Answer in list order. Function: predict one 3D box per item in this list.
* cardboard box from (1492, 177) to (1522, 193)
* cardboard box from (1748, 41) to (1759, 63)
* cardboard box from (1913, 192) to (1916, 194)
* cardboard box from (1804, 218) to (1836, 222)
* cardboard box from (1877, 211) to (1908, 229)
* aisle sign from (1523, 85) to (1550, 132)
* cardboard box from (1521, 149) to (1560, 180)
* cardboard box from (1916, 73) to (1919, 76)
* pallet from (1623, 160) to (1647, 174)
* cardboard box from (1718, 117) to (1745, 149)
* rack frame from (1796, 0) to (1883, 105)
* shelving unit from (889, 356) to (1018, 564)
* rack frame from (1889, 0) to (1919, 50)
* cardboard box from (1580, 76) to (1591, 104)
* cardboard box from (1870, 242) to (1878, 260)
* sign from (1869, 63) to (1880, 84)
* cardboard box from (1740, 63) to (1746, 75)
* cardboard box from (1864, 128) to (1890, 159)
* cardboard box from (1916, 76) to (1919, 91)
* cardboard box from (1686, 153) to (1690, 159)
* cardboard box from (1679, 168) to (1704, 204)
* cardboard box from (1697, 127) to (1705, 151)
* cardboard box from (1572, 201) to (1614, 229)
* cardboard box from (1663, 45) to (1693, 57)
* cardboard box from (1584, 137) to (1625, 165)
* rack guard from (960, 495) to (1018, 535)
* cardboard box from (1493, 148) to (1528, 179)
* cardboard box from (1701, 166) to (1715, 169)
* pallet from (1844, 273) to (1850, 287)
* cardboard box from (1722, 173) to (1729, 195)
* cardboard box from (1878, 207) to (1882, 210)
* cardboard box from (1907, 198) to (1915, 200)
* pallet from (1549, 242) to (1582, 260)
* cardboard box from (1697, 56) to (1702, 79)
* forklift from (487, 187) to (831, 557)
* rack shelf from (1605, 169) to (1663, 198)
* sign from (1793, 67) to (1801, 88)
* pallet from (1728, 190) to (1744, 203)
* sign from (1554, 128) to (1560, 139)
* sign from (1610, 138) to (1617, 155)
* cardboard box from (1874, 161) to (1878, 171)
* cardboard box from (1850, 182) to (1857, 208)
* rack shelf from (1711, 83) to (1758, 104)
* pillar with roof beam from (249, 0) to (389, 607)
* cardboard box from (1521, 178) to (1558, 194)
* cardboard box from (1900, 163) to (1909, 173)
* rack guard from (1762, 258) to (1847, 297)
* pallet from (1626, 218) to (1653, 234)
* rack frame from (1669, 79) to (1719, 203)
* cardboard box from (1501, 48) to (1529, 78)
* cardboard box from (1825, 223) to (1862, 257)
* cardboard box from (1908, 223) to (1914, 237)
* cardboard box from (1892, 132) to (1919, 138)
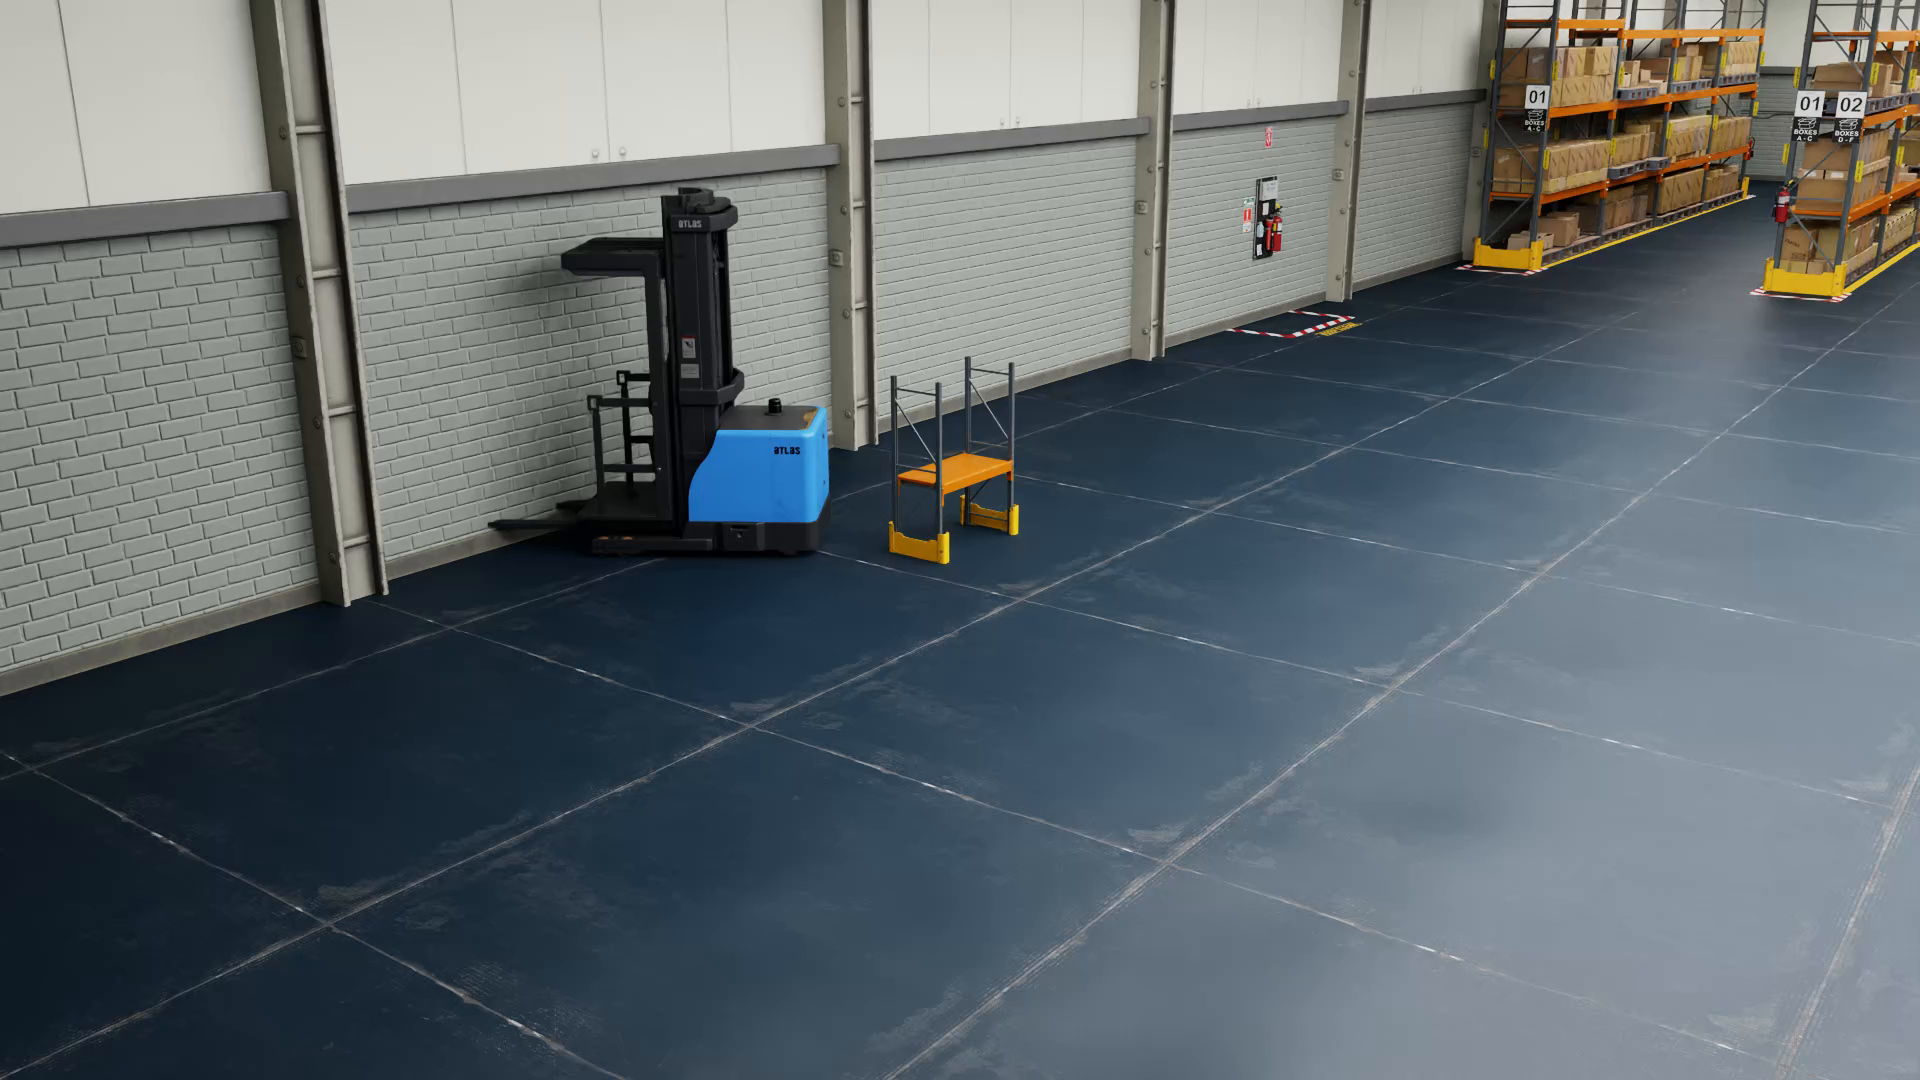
[{"bbox_3d":[10.029,-6.478,30.267,0.500,0.250,0.500,13,21,35],"label":"cardboard box"},{"bbox_3d":[19.222,-11.951,40.723,0.500,0.500,0.500,12,21,35],"label":"cardboard box"},{"bbox_3d":[20.553,-7.323,36.240,0.500,0.500,0.500,11,21,32],"label":"cardboard box"},{"bbox_3d":[15.146,-5.425,29.320,0.500,0.500,0.500,12,21,35],"label":"cardboard box"},{"bbox_3d":[17.931,-6.168,32.031,0.500,0.311,0.500,12,21,34],"label":"cardboard box"},{"bbox_3d":[10.104,-7.566,29.167,0.394,0.787,0.004,12,21,35],"label":"aisle sign"},{"bbox_3d":[10.432,-6.752,29.882,0.500,0.500,0.500,12,21,35],"label":"cardboard box"},{"bbox_3d":[18.886,-9.016,32.993,0.910,0.500,0.500,12,21,35],"label":"cardboard box"},{"bbox_3d":[13.526,-7.730,34.401,1.003,0.211,1.213,12,21,35],"label":"pallet"},{"bbox_3d":[18.719,-10.050,41.045,0.980,0.700,0.700,12,21,34],"label":"cardboard box"},{"bbox_3d":[13.887,-8.385,26.073,1.000,3.000,0.127,12,21,35],"label":"rack frame"},{"bbox_3d":[-0.045,-0.698,13.963,0.587,1.500,1.083,12,21,35],"label":"shelving unit"},{"bbox_3d":[18.653,-10.291,32.209,1.000,3.000,0.127,12,21,35],"label":"rack frame"},{"bbox_3d":[11.263,-8.298,30.645,0.500,0.500,0.500,14,22,38],"label":"cardboard box"},{"bbox_3d":[16.169,-5.211,29.896,0.500,0.250,0.500,12,21,35],"label":"cardboard box"},{"bbox_3d":[14.329,-7.309,26.056,0.100,0.325,0.005,12,21,35],"label":"sign"},{"bbox_3d":[18.601,-11.345,40.036,0.500,0.250,0.500,12,21,33],"label":"cardboard box"},{"bbox_3d":[16.011,-7.034,29.479,0.700,0.500,0.500,13,21,35],"label":"cardboard box"},{"bbox_3d":[18.130,-8.741,31.821,0.500,0.250,0.500,13,22,36],"label":"cardboard box"},{"bbox_3d":[16.290,-8.717,37.647,0.380,0.149,0.250,12,21,33],"label":"cardboard box"},{"bbox_3d":[16.773,-8.249,38.666,0.750,0.750,0.750,13,21,35],"label":"cardboard box"},{"bbox_3d":[16.687,-9.175,38.026,0.500,0.500,0.500,13,21,35],"label":"cardboard box"},{"bbox_3d":[12.982,-6.674,34.151,0.700,0.500,0.500,12,21,34],"label":"cardboard box"},{"bbox_3d":[16.109,-10.981,37.314,0.500,0.250,0.500,12,21,33],"label":"cardboard box"},{"bbox_3d":[12.959,-7.852,33.562,0.700,0.500,0.500,15,23,40],"label":"cardboard box"},{"bbox_3d":[0.251,-0.220,14.530,0.587,0.250,0.087,12,21,35],"label":"rack guard"},{"bbox_3d":[10.016,-6.841,30.169,0.500,0.500,0.500,12,21,34],"label":"cardboard box"},{"bbox_3d":[18.415,-9.162,41.102,0.380,0.149,0.250,13,21,35],"label":"cardboard box"},{"bbox_3d":[14.309,-4.378,27.987,1.003,0.211,1.213,12,21,35],"label":"pallet"},{"bbox_3d":[18.505,-8.789,40.995,0.700,0.500,0.500,12,21,33],"label":"cardboard box"},{"bbox_3d":[18.105,-6.508,33.126,0.500,0.311,0.500,13,22,37],"label":"cardboard box"},{"bbox_3d":[20.071,-6.870,34.780,0.500,0.500,0.500,12,21,33],"label":"cardboard box"},{"bbox_3d":[11.191,-5.558,31.785,1.003,0.211,1.213,12,21,35],"label":"pallet"},{"bbox_3d":[16.443,-10.753,37.845,0.700,0.500,0.500,11,20,32],"label":"cardboard box"},{"bbox_3d":[-2.663,-1.414,13.854,3.031,2.935,1.130,1,17,2],"label":"forklift"},{"bbox_3d":[13.481,-7.480,34.487,1.077,0.370,4.000,12,21,35],"label":"rack shelf"},{"bbox_3d":[13.459,-7.437,26.718,0.100,0.325,0.005,12,21,35],"label":"sign"},{"bbox_3d":[19.026,-8.670,41.806,1.003,0.211,1.213,12,21,35],"label":"pallet"},{"bbox_3d":[11.841,-7.998,32.988,0.100,0.325,0.005,12,21,35],"label":"sign"},{"bbox_3d":[12.730,-7.667,32.415,0.100,0.325,0.005,12,21,35],"label":"sign"},{"bbox_3d":[15.672,-6.486,28.810,0.380,0.149,0.250,12,21,34],"label":"cardboard box"},{"bbox_3d":[14.484,-5.803,27.704,0.700,0.500,0.500,13,22,36],"label":"cardboard box"},{"bbox_3d":[18.248,-10.818,40.178,1.077,0.370,4.000,12,21,35],"label":"rack shelf"},{"bbox_3d":[-1.214,-3.103,9.061,9.100,9.000,0.400,12,21,35],"label":"pillar with roof beam"},{"bbox_3d":[10.452,-6.393,29.992,0.500,0.250,0.500,12,21,33],"label":"cardboard box"},{"bbox_3d":[18.401,-7.304,32.858,0.500,0.311,0.500,14,22,38],"label":"cardboard box"},{"bbox_3d":[13.872,-4.321,27.315,1.175,0.500,0.348,12,21,35],"label":"rack guard"},{"bbox_3d":[14.206,-6.783,35.730,1.003,0.211,1.213,12,21,35],"label":"pallet"},{"bbox_3d":[17.056,-9.253,38.982,1.000,3.000,0.127,12,21,35],"label":"rack frame"},{"bbox_3d":[9.953,-8.511,29.647,0.500,0.500,0.500,14,22,37],"label":"cardboard box"},{"bbox_3d":[14.969,-5.095,28.257,0.500,0.500,0.500,12,21,35],"label":"cardboard box"},{"bbox_3d":[18.536,-6.145,32.902,0.500,0.250,0.500,13,21,36],"label":"cardboard box"},{"bbox_3d":[20.216,-8.379,35.290,0.500,0.500,0.700,-16,23,-42],"label":"cardboard box"}]
